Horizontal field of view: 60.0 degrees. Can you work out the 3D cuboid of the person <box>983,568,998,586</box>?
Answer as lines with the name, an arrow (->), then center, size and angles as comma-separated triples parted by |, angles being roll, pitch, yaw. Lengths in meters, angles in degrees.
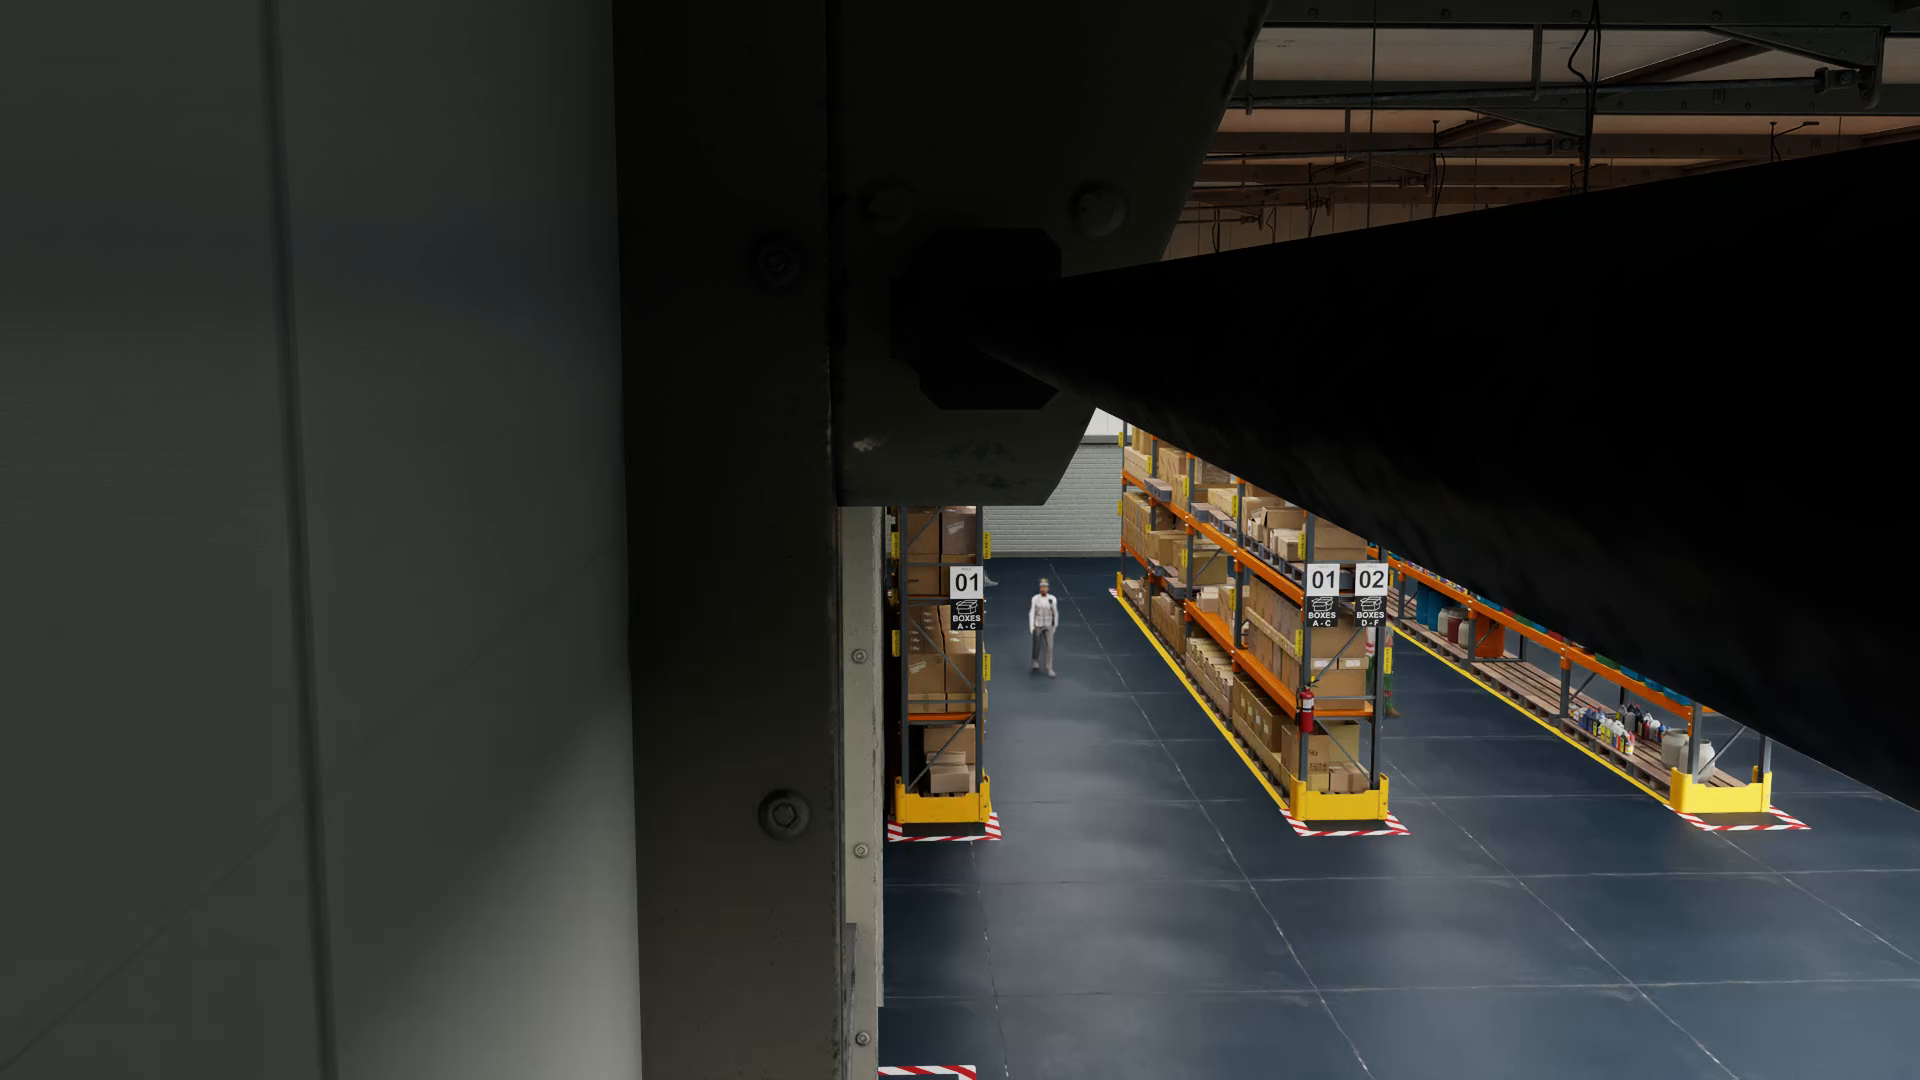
person -> 0.322, 0.256, 37.210 | 1.019, 1.672, 0.652 | 2, 8, 15

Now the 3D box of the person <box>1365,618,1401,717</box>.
person -> 6.474, 1.809, 25.834 | 0.648, 1.741, 0.942 | -2, 8, -11

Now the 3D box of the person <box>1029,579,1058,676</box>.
person -> 1.449, 1.482, 28.687 | 0.544, 1.641, 0.959 | -1, 8, -9
